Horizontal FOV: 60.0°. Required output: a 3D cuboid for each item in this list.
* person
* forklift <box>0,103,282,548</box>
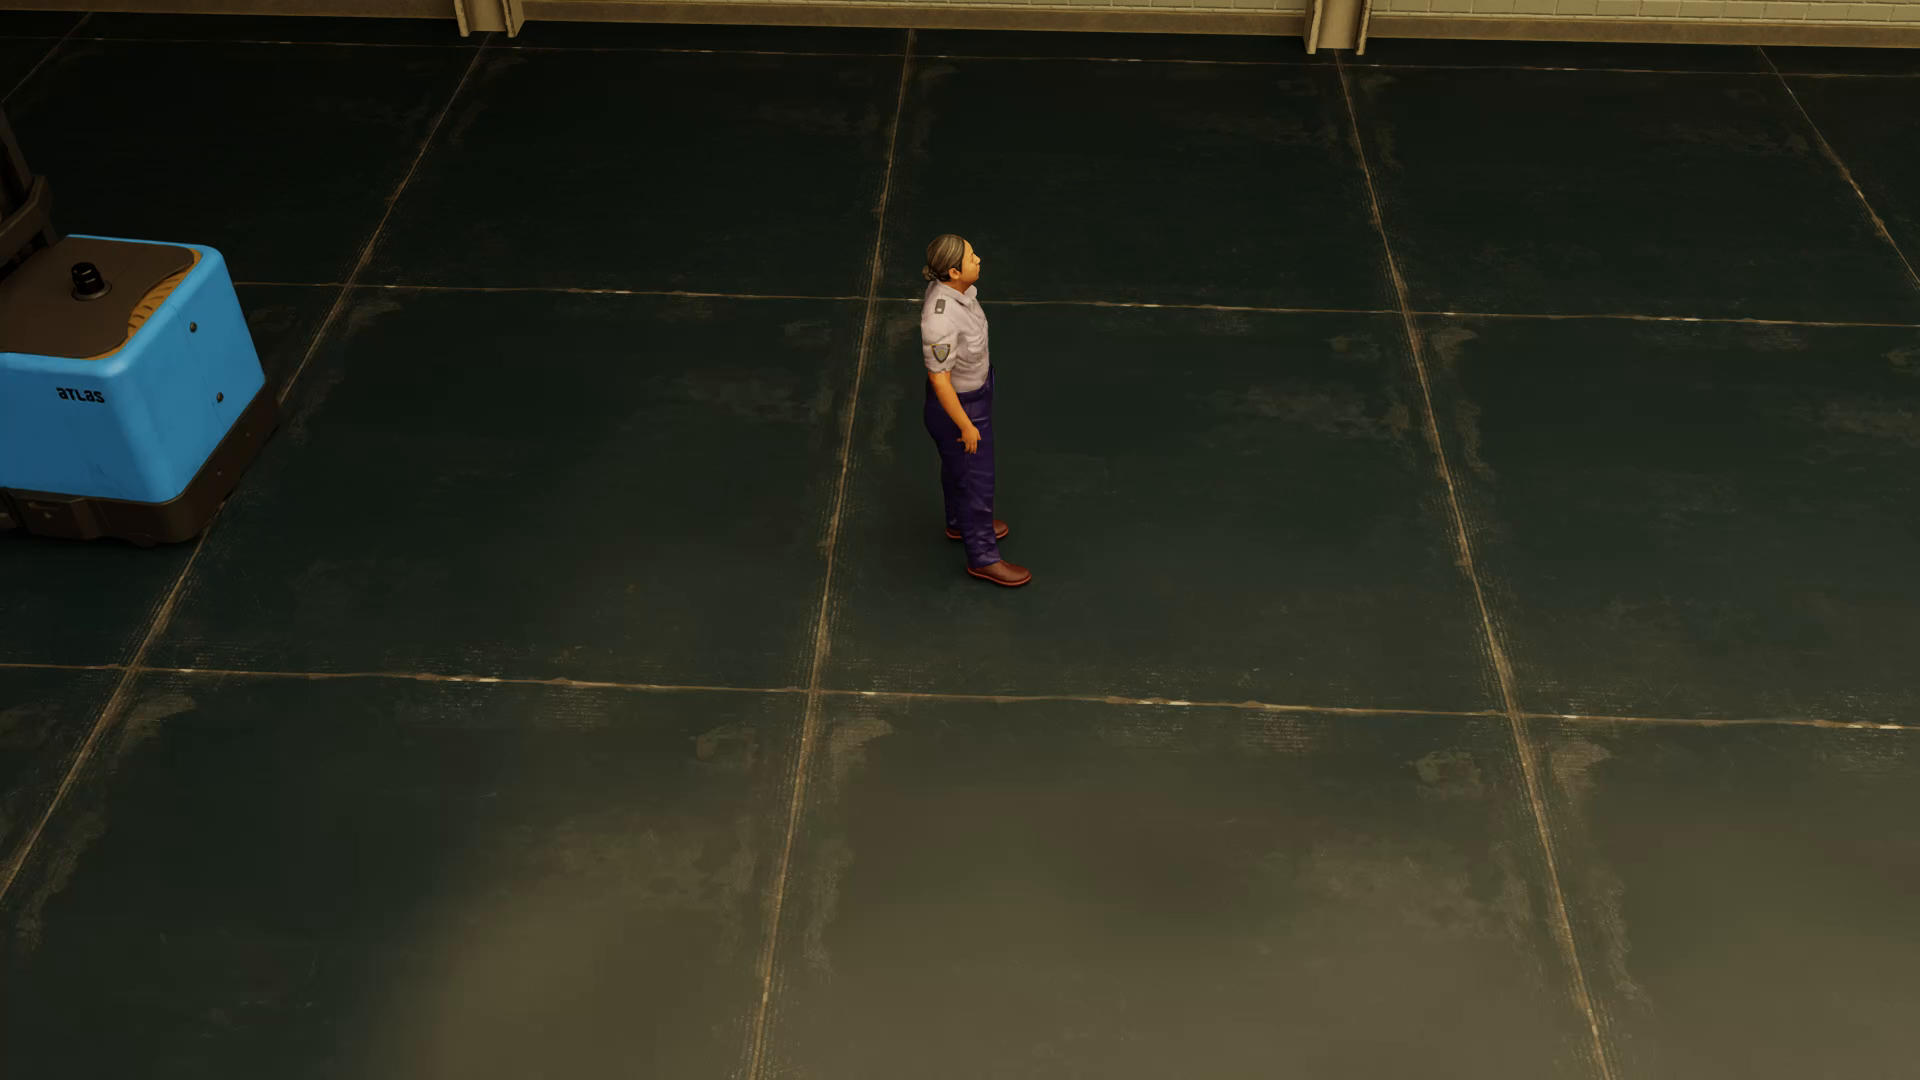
[{"bbox_3d":[0.089,-0.595,7.336,0.502,1.651,0.598,2,42,2],"label":"person"},{"bbox_3d":[-5.024,-1.504,7.390,3.031,2.935,1.130,6,43,6],"label":"forklift"}]
